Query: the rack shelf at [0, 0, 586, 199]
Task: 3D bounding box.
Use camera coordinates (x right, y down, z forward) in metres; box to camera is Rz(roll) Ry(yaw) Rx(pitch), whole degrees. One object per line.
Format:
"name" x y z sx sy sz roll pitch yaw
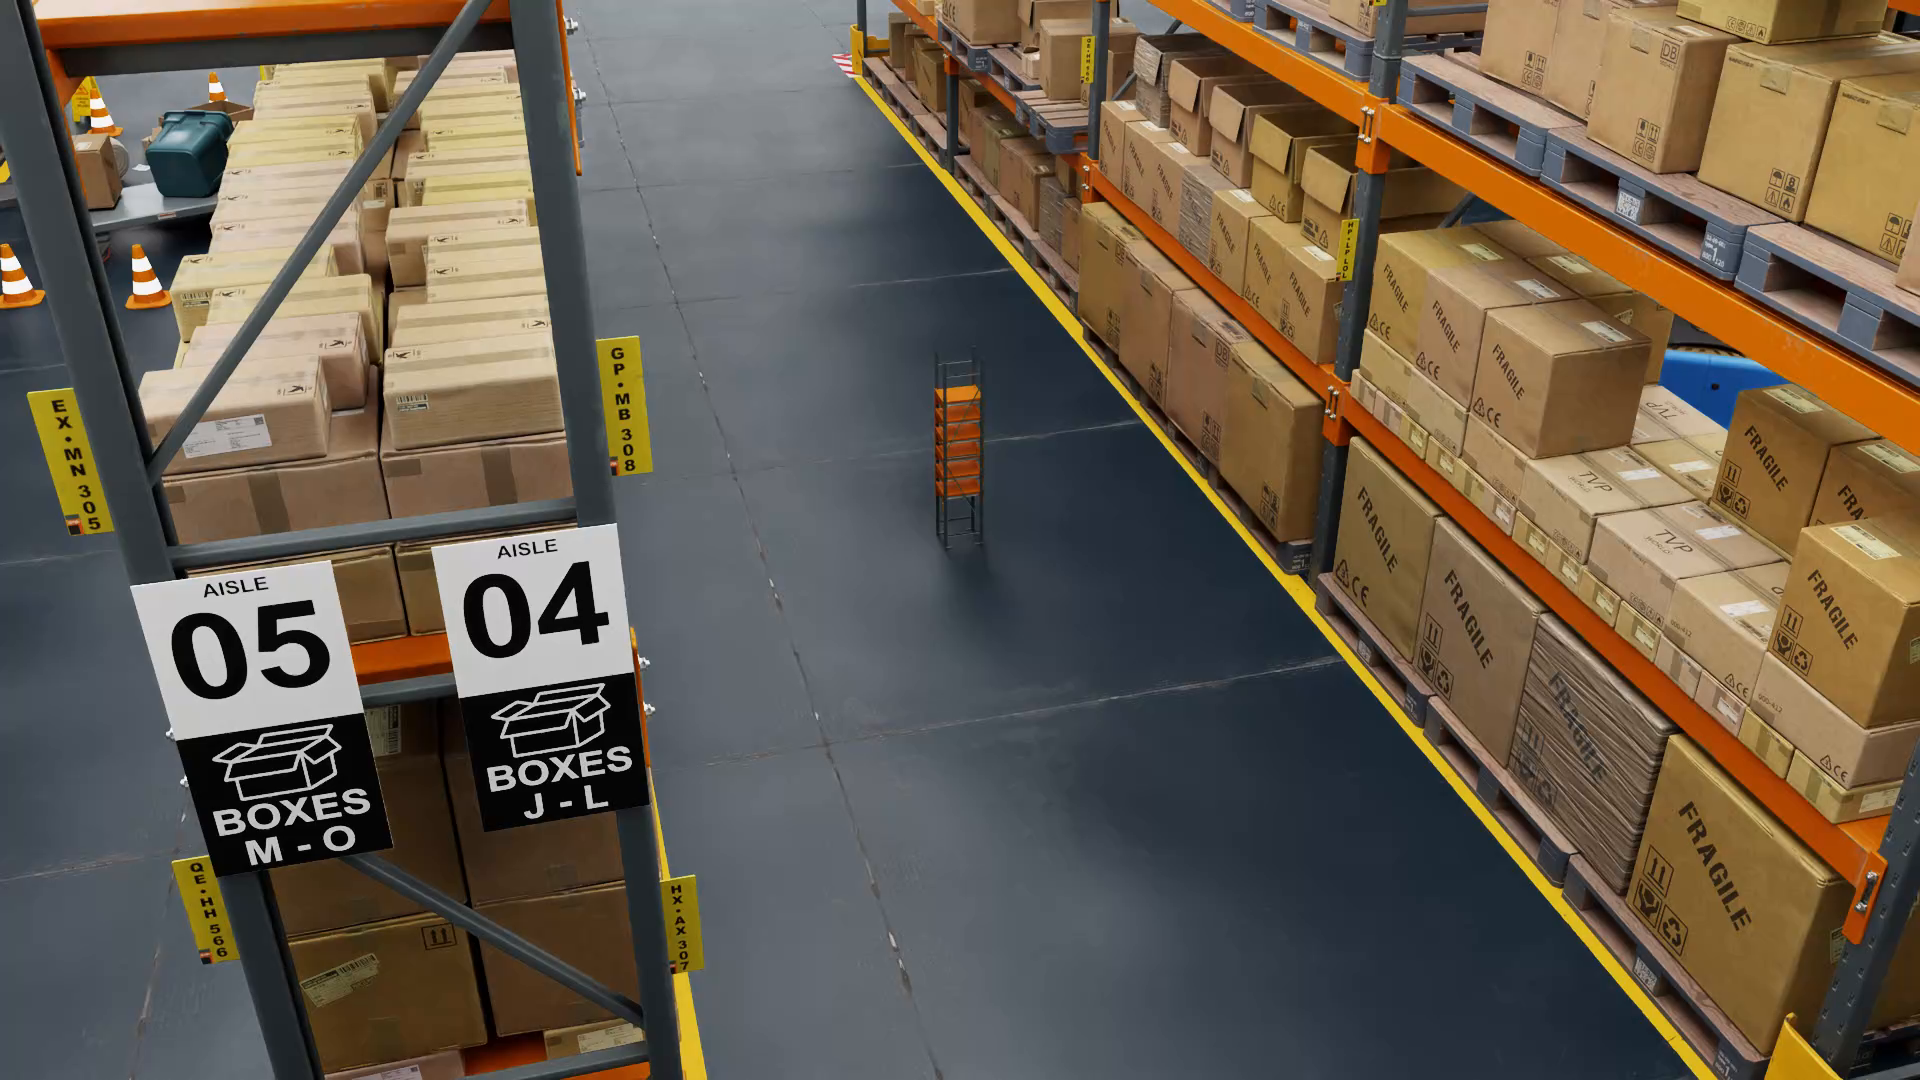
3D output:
"rack shelf" -1.787 -1.789 4.810 1.077 0.370 4.000 -8 31 -13

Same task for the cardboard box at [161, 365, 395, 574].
"cardboard box" -1.624 -0.177 3.949 0.500 0.250 0.500 -9 31 -15

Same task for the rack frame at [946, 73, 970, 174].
"rack frame" 0.368 -4.945 15.531 1.000 3.000 0.127 -8 31 -13

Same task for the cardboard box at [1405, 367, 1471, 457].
"cardboard box" 2.490 -0.643 7.950 0.500 0.250 0.500 -8 31 -14

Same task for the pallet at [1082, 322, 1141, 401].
"pallet" 1.566 -1.416 12.216 1.003 0.211 1.213 -8 31 -13

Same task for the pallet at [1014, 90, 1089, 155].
"pallet" 1.138 -3.260 12.811 1.213 0.211 1.003 -8 31 -13

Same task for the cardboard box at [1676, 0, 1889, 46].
"cardboard box" 3.026 -2.018 6.111 0.500 0.250 0.500 -9 31 -15

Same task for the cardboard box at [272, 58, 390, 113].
"cardboard box" -2.313 -1.671 6.132 0.380 0.149 0.250 -8 31 -14

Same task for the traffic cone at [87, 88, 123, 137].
"traffic cone" -8.891 -4.426 17.165 0.336 0.463 0.334 -8 31 -13

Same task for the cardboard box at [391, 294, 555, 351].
"cardboard box" -1.173 -0.473 4.063 0.380 0.149 0.250 -7 31 -11

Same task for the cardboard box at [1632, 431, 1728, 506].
"cardboard box" 3.268 -0.226 7.230 0.500 0.250 0.500 -8 31 -14

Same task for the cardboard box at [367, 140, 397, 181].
"cardboard box" -2.174 -1.170 5.665 0.500 0.250 0.500 -7 31 -12

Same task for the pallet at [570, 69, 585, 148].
"pallet" -2.379 -2.000 7.635 1.213 0.211 1.003 -8 31 -13

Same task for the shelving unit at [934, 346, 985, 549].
"shelving unit" -0.004 -0.526 9.693 0.258 1.200 0.189 -8 31 -13

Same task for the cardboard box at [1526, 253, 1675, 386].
"cardboard box" 3.000 -1.041 7.889 0.500 0.500 0.500 -8 31 -13

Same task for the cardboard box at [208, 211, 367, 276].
"cardboard box" -1.851 -0.782 4.597 0.380 0.149 0.250 -9 31 -14

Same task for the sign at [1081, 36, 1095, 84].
"sign" 0.909 -3.404 11.790 0.100 0.325 0.005 -8 31 -13

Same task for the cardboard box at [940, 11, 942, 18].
"cardboard box" 0.027 -4.901 15.706 0.380 0.149 0.250 -8 31 -13

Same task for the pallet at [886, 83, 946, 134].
"pallet" -0.172 -4.649 17.802 1.003 0.211 1.213 -8 31 -13

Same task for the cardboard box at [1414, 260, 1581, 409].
"cardboard box" 2.495 -0.966 7.759 0.500 0.500 0.500 -8 31 -13

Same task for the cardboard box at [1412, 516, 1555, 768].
"cardboard box" 2.828 0.420 7.962 0.875 0.875 0.875 -8 31 -13

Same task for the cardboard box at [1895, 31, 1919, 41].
"cardboard box" 10.304 -5.338 17.974 0.500 0.311 0.500 -8 31 -13

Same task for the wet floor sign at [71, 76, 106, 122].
"wet floor sign" -9.267 -4.775 17.586 0.267 0.644 0.232 2 30 4

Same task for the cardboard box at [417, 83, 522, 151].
"cardboard box" -1.687 -1.476 5.795 0.380 0.149 0.250 -9 31 -15

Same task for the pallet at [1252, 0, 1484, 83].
"pallet" 2.200 -2.733 8.906 0.805 0.209 1.217 -9 31 -15

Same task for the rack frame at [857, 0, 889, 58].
"rack frame" -0.694 -6.877 18.869 1.000 3.000 0.127 -8 31 -13

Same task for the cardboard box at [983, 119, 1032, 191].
"cardboard box" 0.618 -3.522 15.127 0.700 0.500 0.500 -8 31 -14

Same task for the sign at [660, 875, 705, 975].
"sign" -0.733 1.014 4.370 0.100 0.325 0.005 -8 31 -13

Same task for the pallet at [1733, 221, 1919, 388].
"pallet" 3.346 -0.766 5.405 1.003 0.211 1.213 -8 31 -13

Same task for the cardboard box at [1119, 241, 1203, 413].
"cardboard box" 1.822 -1.508 11.294 1.225 0.875 0.875 -8 31 -13

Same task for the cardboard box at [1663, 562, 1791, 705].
"cardboard box" 3.034 0.343 6.247 0.500 0.250 0.500 -8 31 -14

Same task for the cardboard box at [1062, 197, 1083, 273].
"cardboard box" 1.232 -2.443 13.264 0.700 0.500 0.500 -9 31 -16

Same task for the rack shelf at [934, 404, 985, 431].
"rack shelf" -0.004 -0.696 9.595 0.258 0.103 0.180 -8 31 -13

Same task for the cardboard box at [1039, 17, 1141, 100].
"cardboard box" 1.003 -3.750 12.947 0.700 0.500 0.500 -3 30 -6

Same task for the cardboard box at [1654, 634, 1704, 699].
"cardboard box" 2.939 0.463 6.438 0.380 0.149 0.250 -7 31 -12

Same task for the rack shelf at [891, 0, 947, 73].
"rack shelf" -0.163 -5.600 17.380 1.077 0.370 4.000 -8 31 -13

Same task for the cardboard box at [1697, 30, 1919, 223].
"cardboard box" 3.146 -1.491 5.950 0.700 0.500 0.500 -10 32 -17

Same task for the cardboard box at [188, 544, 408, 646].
"cardboard box" -1.632 0.043 4.067 0.500 0.250 0.500 -9 31 -14

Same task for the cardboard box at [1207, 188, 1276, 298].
"cardboard box" 1.834 -1.806 10.007 0.500 0.500 0.500 -8 31 -14

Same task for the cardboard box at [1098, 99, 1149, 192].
"cardboard box" 1.296 -2.786 11.700 0.500 0.500 0.500 -7 31 -12

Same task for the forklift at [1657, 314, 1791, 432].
"forklift" 4.811 -2.113 10.706 1.130 2.935 3.031 9 31 15

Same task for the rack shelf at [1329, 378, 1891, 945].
"rack shelf" 3.022 0.196 7.367 1.077 0.370 4.000 -8 31 -13

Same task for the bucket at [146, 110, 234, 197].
"bucket" -6.700 -3.335 14.499 0.726 0.611 0.620 2 40 4

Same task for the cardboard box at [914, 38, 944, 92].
"cardboard box" -0.205 -5.084 17.847 0.500 0.500 0.500 -5 30 -9

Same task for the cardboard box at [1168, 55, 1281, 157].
"cardboard box" 1.778 -2.820 10.758 0.797 0.503 0.637 -7 31 -12

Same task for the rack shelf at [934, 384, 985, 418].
"rack shelf" -0.004 -0.799 9.535 0.258 0.103 0.180 -8 31 -13

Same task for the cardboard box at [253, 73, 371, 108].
"cardboard box" -2.288 -1.539 5.904 0.380 0.149 0.250 -9 31 -15

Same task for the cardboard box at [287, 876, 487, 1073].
"cardboard box" -1.623 1.106 4.679 0.500 0.500 0.500 -7 31 -12

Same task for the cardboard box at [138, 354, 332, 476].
"cardboard box" -1.628 -0.283 3.733 0.380 0.149 0.250 -8 31 -14

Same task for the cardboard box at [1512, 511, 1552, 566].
"cardboard box" 2.664 -0.033 7.295 0.380 0.149 0.250 -9 31 -15

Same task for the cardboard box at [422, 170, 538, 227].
"cardboard box" -1.387 -0.982 4.942 0.380 0.149 0.250 -7 31 -12

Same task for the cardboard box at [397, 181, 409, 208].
"cardboard box" -1.520 -0.977 5.331 0.500 0.250 0.500 -9 31 -15

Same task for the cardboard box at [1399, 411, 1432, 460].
"cardboard box" 2.389 -0.532 8.156 0.380 0.149 0.250 -7 31 -12

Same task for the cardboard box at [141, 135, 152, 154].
"cardboard box" -7.953 -3.962 16.677 0.380 0.149 0.250 7 31 13
